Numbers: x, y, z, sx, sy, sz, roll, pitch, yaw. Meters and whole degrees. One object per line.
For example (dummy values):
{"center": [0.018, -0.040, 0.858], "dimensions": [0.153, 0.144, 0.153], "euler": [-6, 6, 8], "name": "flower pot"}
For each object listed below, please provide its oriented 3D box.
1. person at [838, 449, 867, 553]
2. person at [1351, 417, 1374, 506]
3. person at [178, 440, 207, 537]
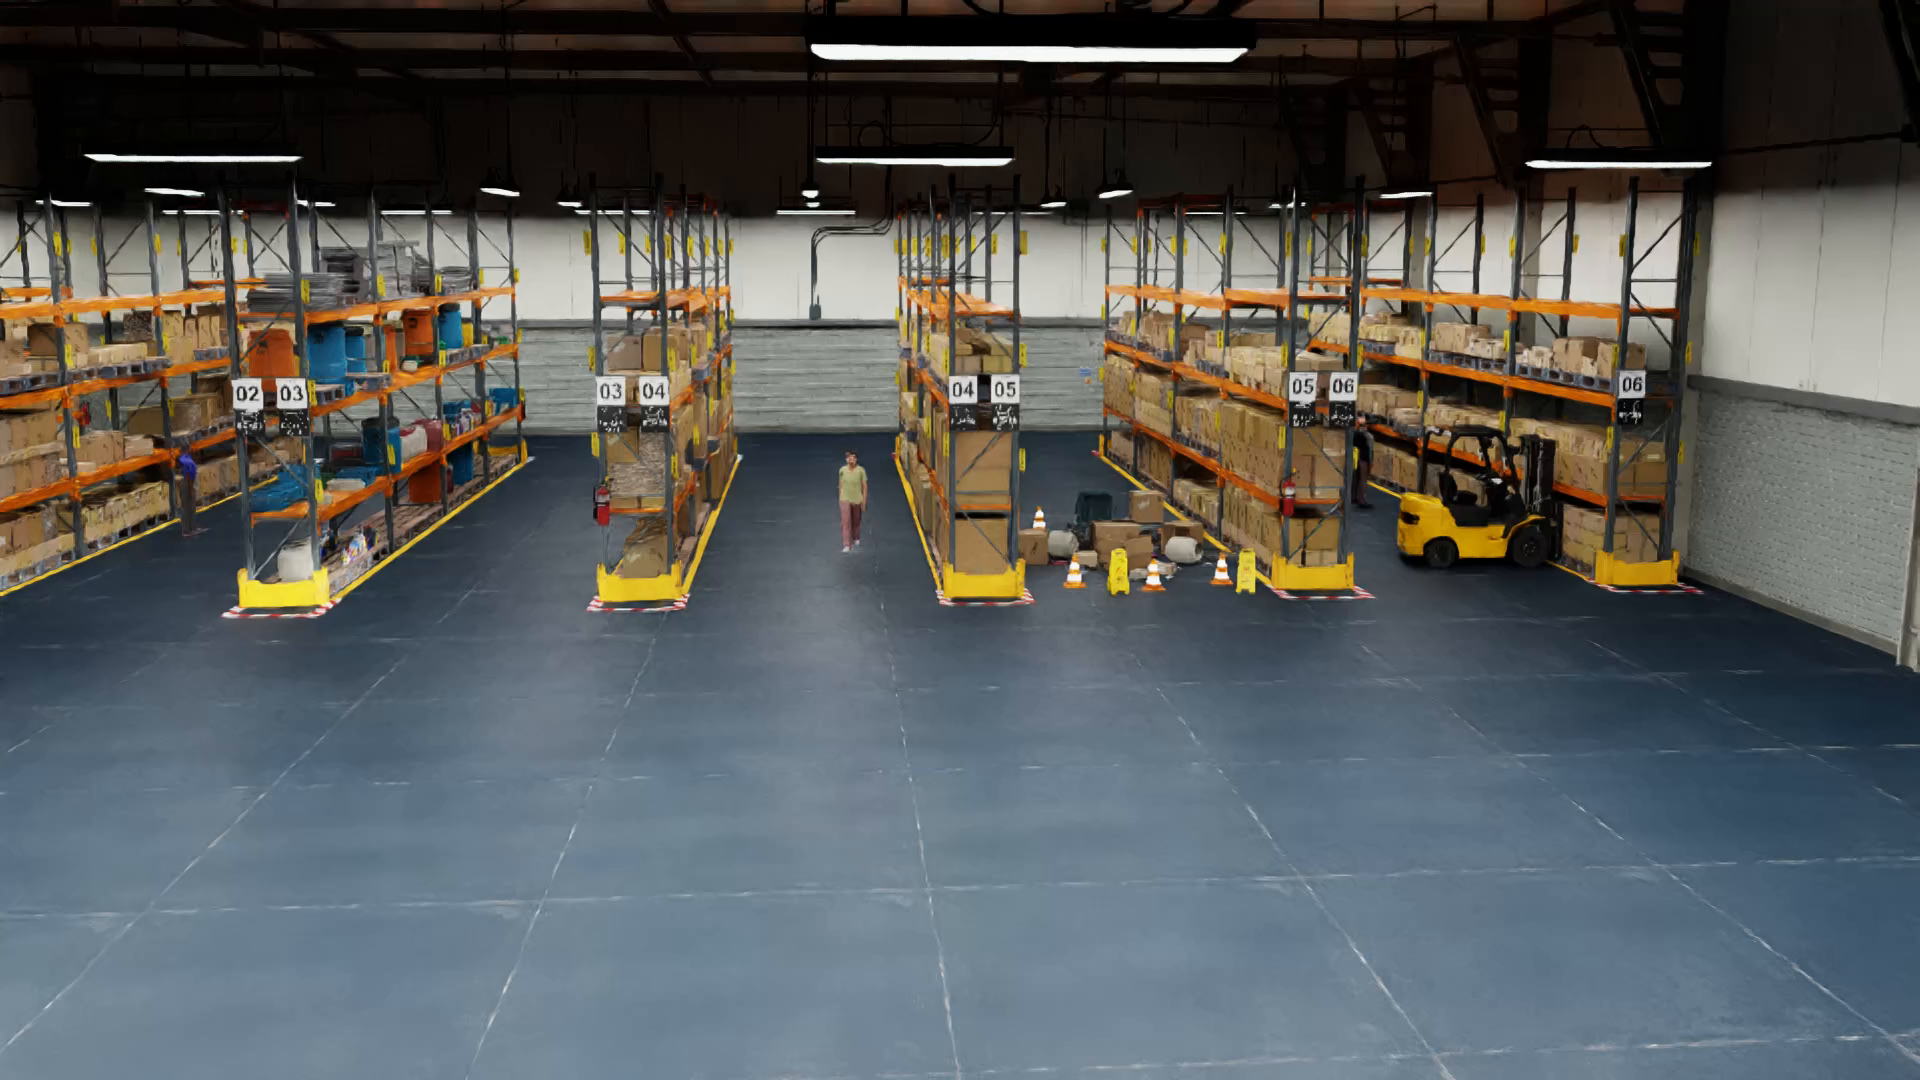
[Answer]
{"center": [-1.670, -0.628, 25.993], "dimensions": [0.447, 1.591, 1.102], "euler": [-1, 10, -5], "name": "person"}
{"center": [7.837, -1.541, 32.385], "dimensions": [0.448, 1.730, 0.586], "euler": [-7, 12, -35], "name": "person"}
{"center": [-13.412, -0.909, 28.983], "dimensions": [0.443, 1.661, 0.546], "euler": [-5, 11, -28], "name": "person"}
